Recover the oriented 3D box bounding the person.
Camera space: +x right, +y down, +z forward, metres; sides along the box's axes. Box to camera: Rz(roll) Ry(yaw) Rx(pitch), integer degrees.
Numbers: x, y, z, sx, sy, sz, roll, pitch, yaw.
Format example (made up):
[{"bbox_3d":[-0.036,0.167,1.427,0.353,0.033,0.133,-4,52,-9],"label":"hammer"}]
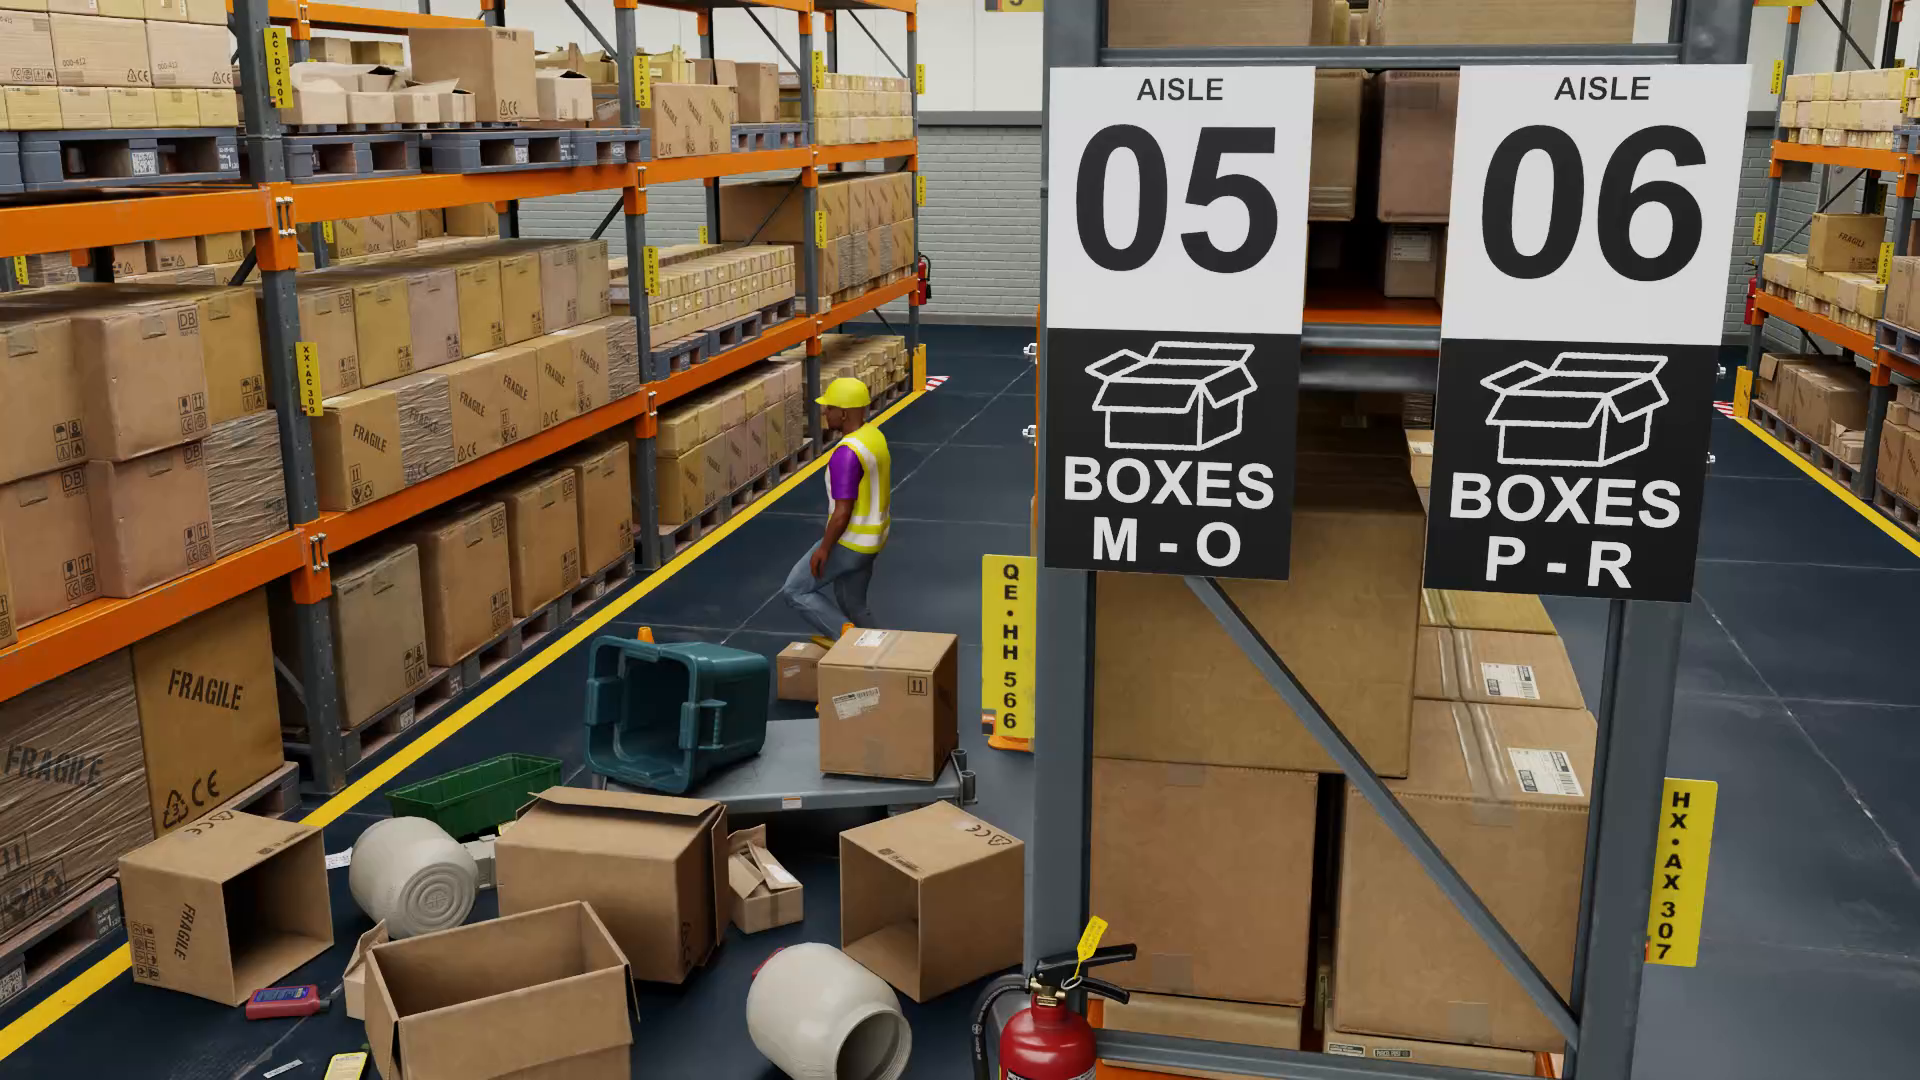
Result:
[{"bbox_3d":[-0.648,-0.003,8.974,0.550,1.766,0.628,3,15,12],"label":"person"}]
